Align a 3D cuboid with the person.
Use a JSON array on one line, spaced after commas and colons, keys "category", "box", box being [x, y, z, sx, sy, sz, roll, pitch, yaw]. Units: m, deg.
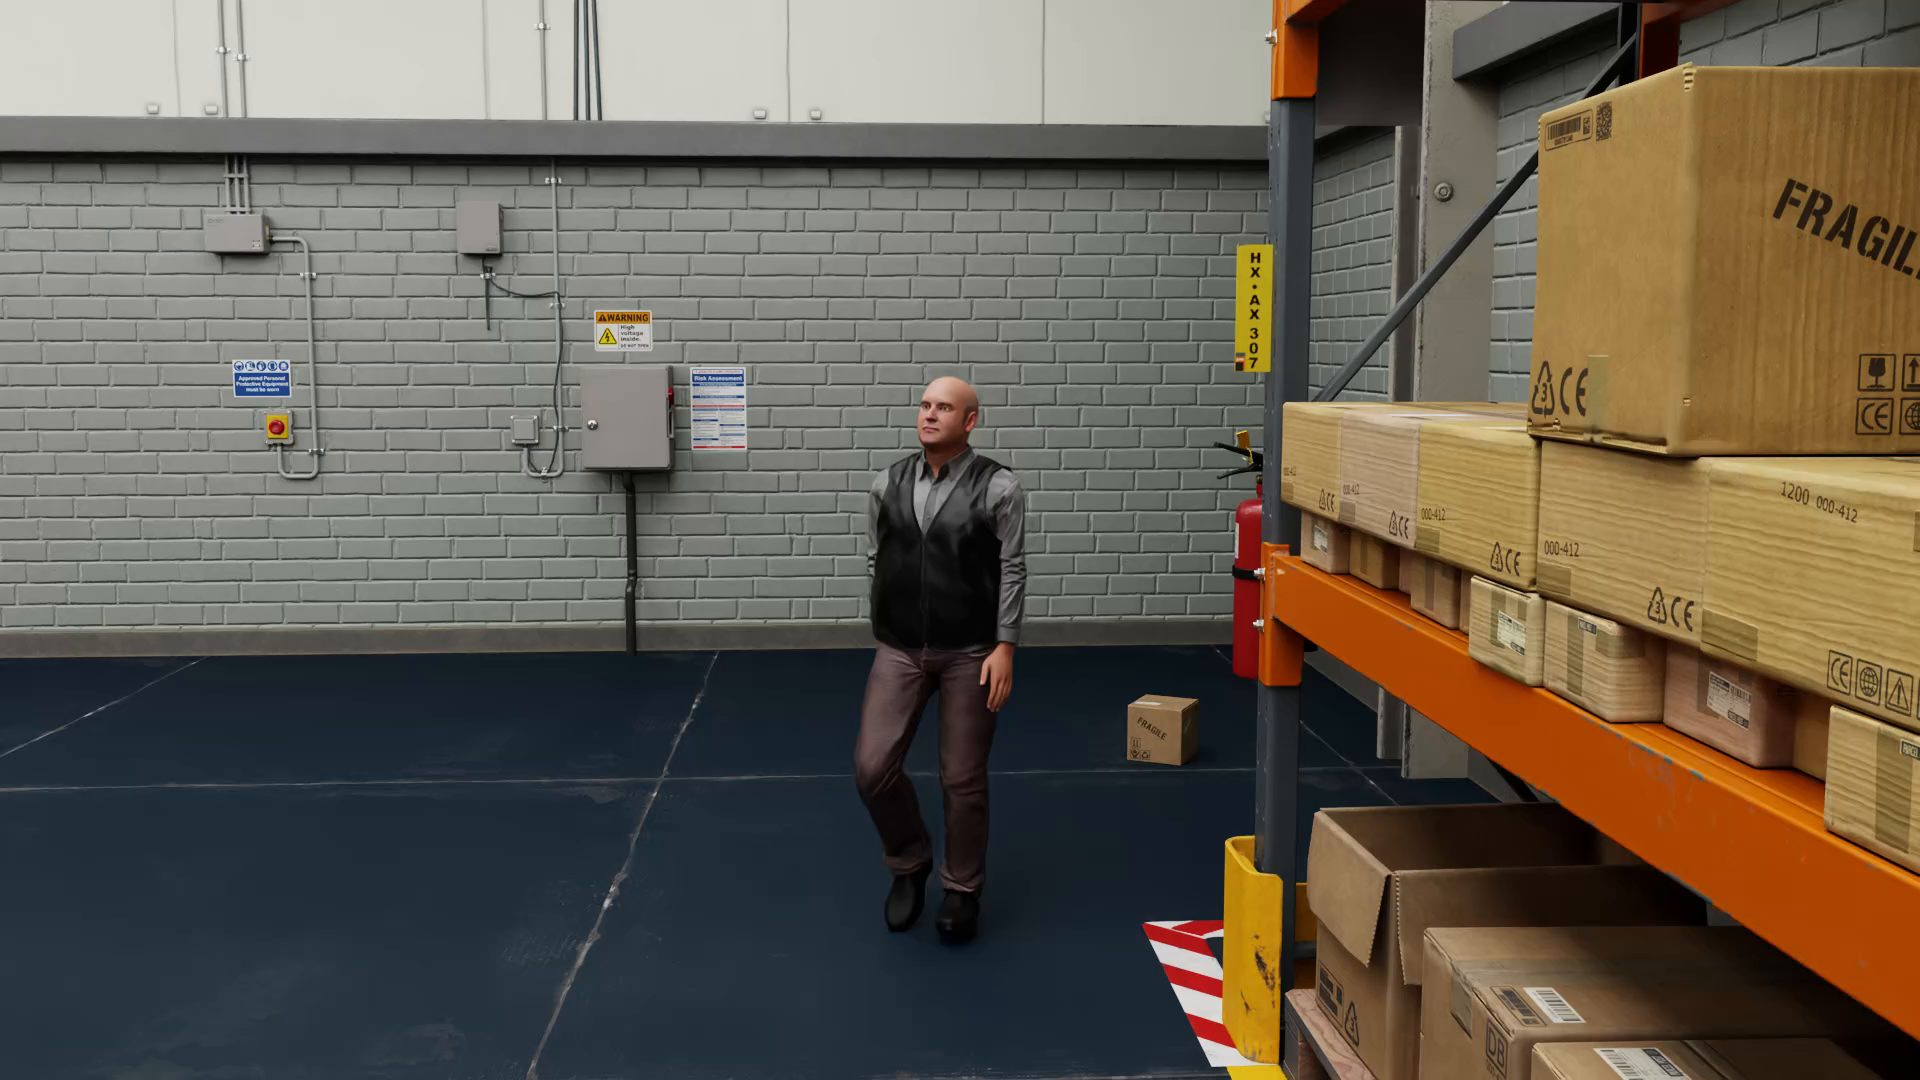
[{"category": "person", "box": [-0.070, 0.375, 5.122, 0.536, 1.746, 0.453, 2, 7, 16]}]
